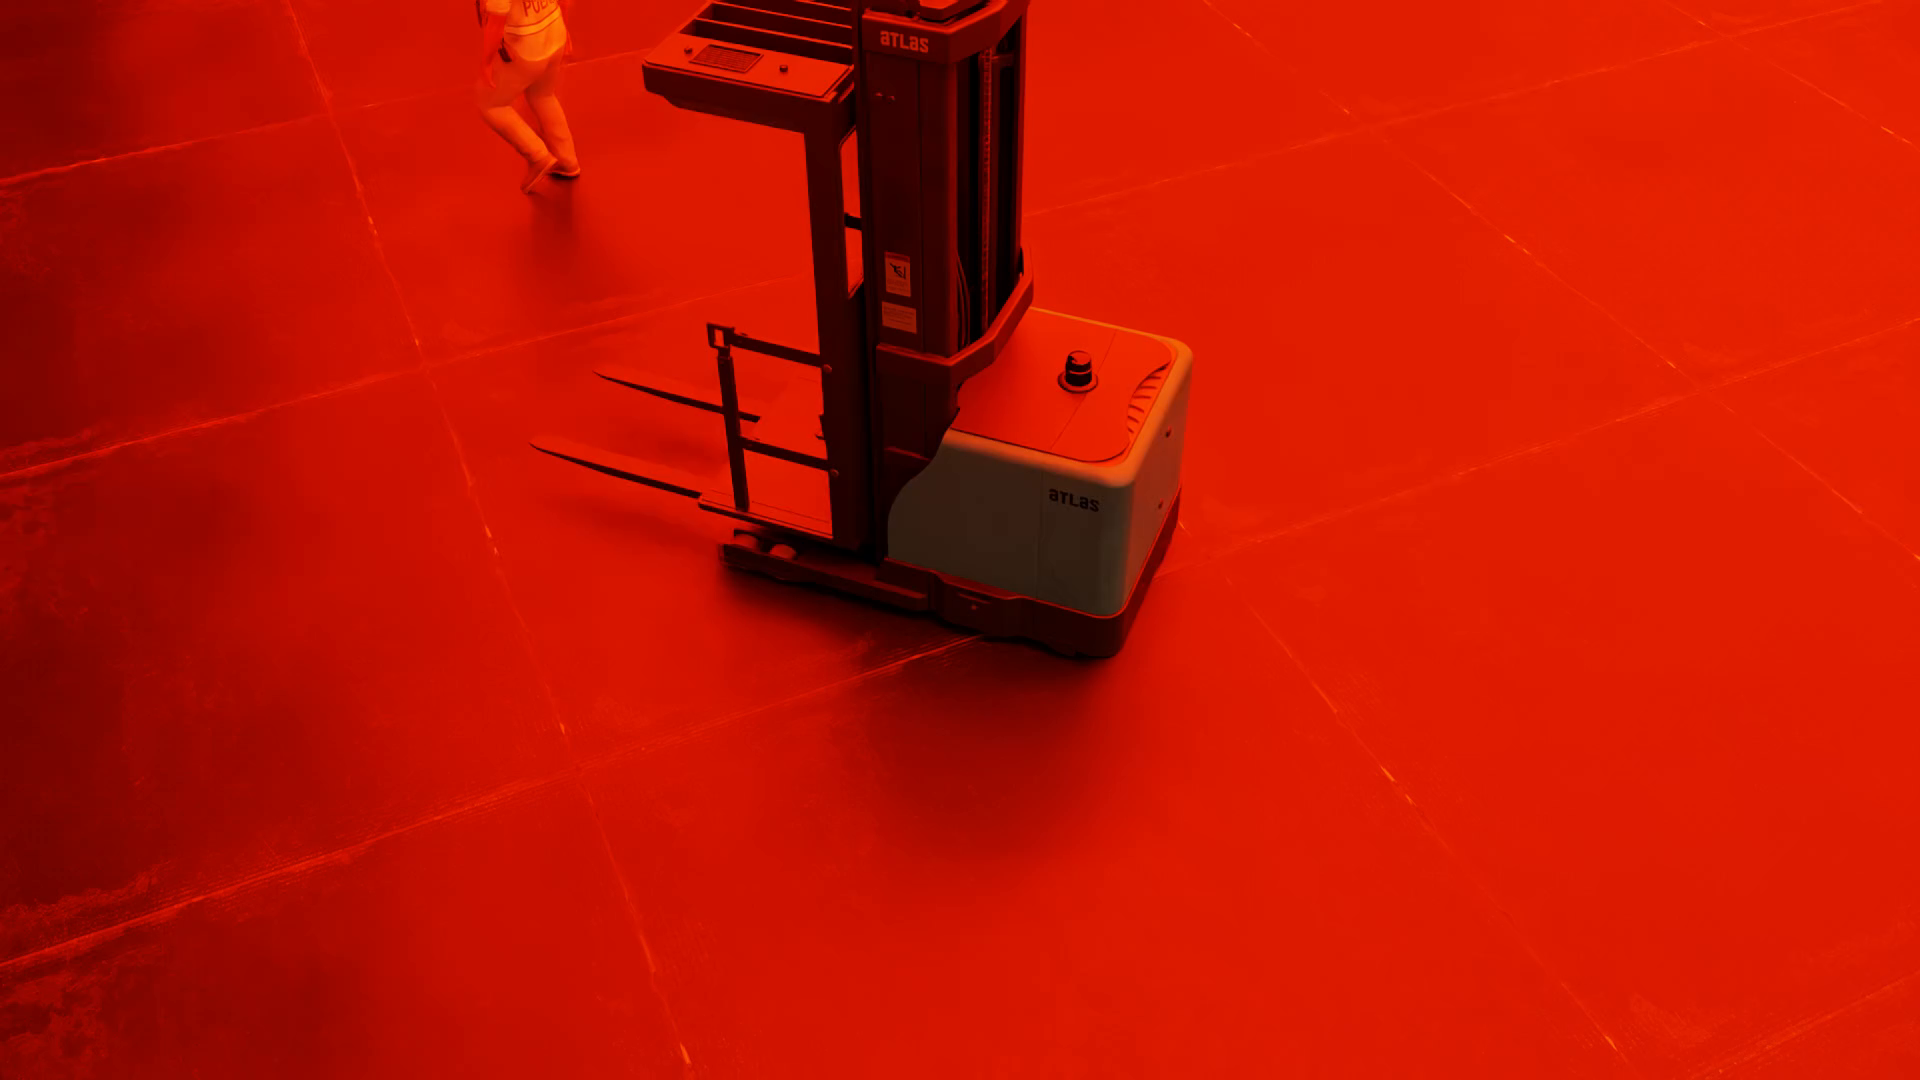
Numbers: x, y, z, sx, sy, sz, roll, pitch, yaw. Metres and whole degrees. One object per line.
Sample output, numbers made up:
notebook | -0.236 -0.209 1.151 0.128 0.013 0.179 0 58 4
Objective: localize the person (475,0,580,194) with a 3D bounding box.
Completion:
person | -2.553 -2.868 9.634 0.485 1.734 0.682 15 45 16

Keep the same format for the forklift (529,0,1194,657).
forklift | -0.547 -1.206 6.972 3.031 2.935 1.130 15 45 16
